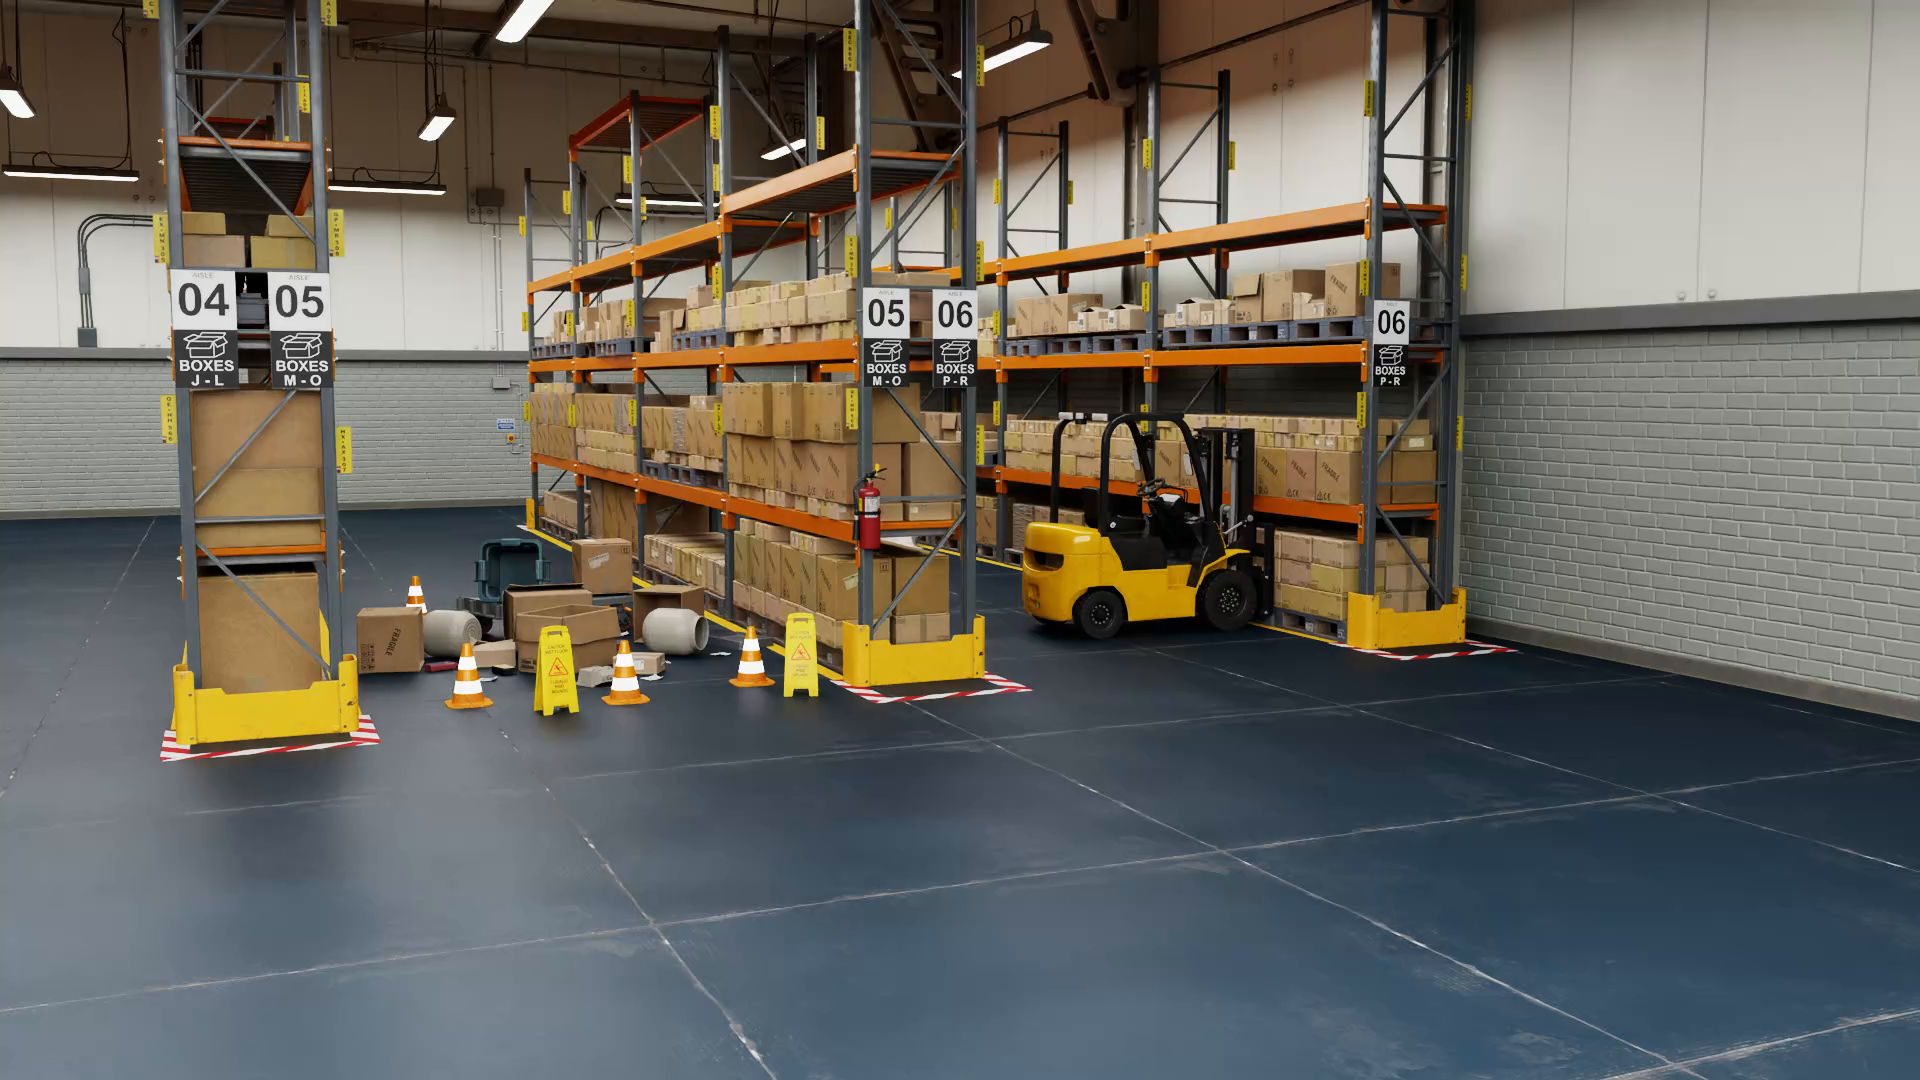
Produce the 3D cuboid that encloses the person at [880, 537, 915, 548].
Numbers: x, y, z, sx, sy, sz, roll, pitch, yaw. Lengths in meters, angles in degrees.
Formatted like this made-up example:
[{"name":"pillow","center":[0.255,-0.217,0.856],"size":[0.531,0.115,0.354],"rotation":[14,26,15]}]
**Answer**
[{"name":"person","center":[-0.753,0.240,18.240],"size":[0.590,0.998,0.882],"rotation":[-2,6,-24]}]
